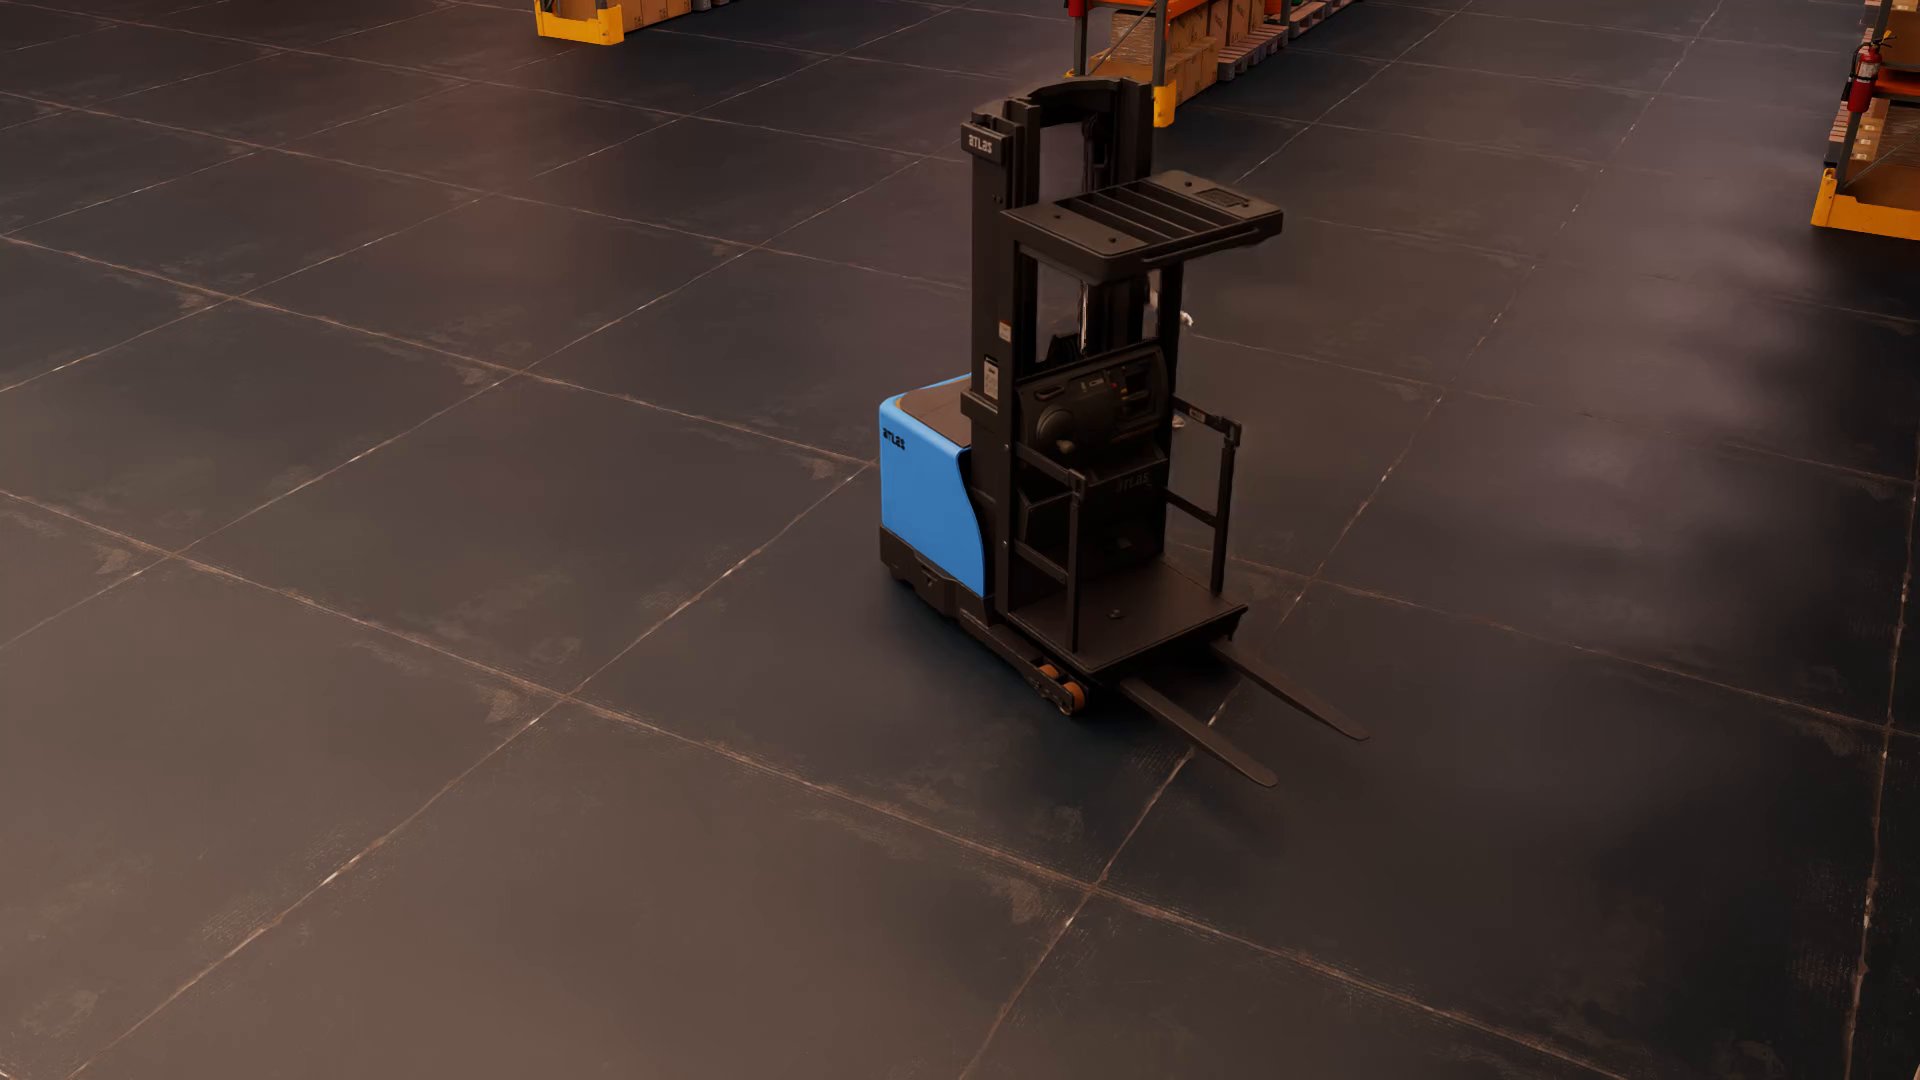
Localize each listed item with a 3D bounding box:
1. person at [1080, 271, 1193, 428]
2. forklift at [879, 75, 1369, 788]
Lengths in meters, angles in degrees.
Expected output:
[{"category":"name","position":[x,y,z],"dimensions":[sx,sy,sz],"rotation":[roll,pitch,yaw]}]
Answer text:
[{"category":"person","position":[1.154,-1.376,10.880],"dimensions":[0.729,1.526,0.701],"rotation":[4,30,7]},{"category":"forklift","position":[0.802,-0.657,8.208],"dimensions":[1.130,2.935,3.031],"rotation":[-20,35,-30]}]
